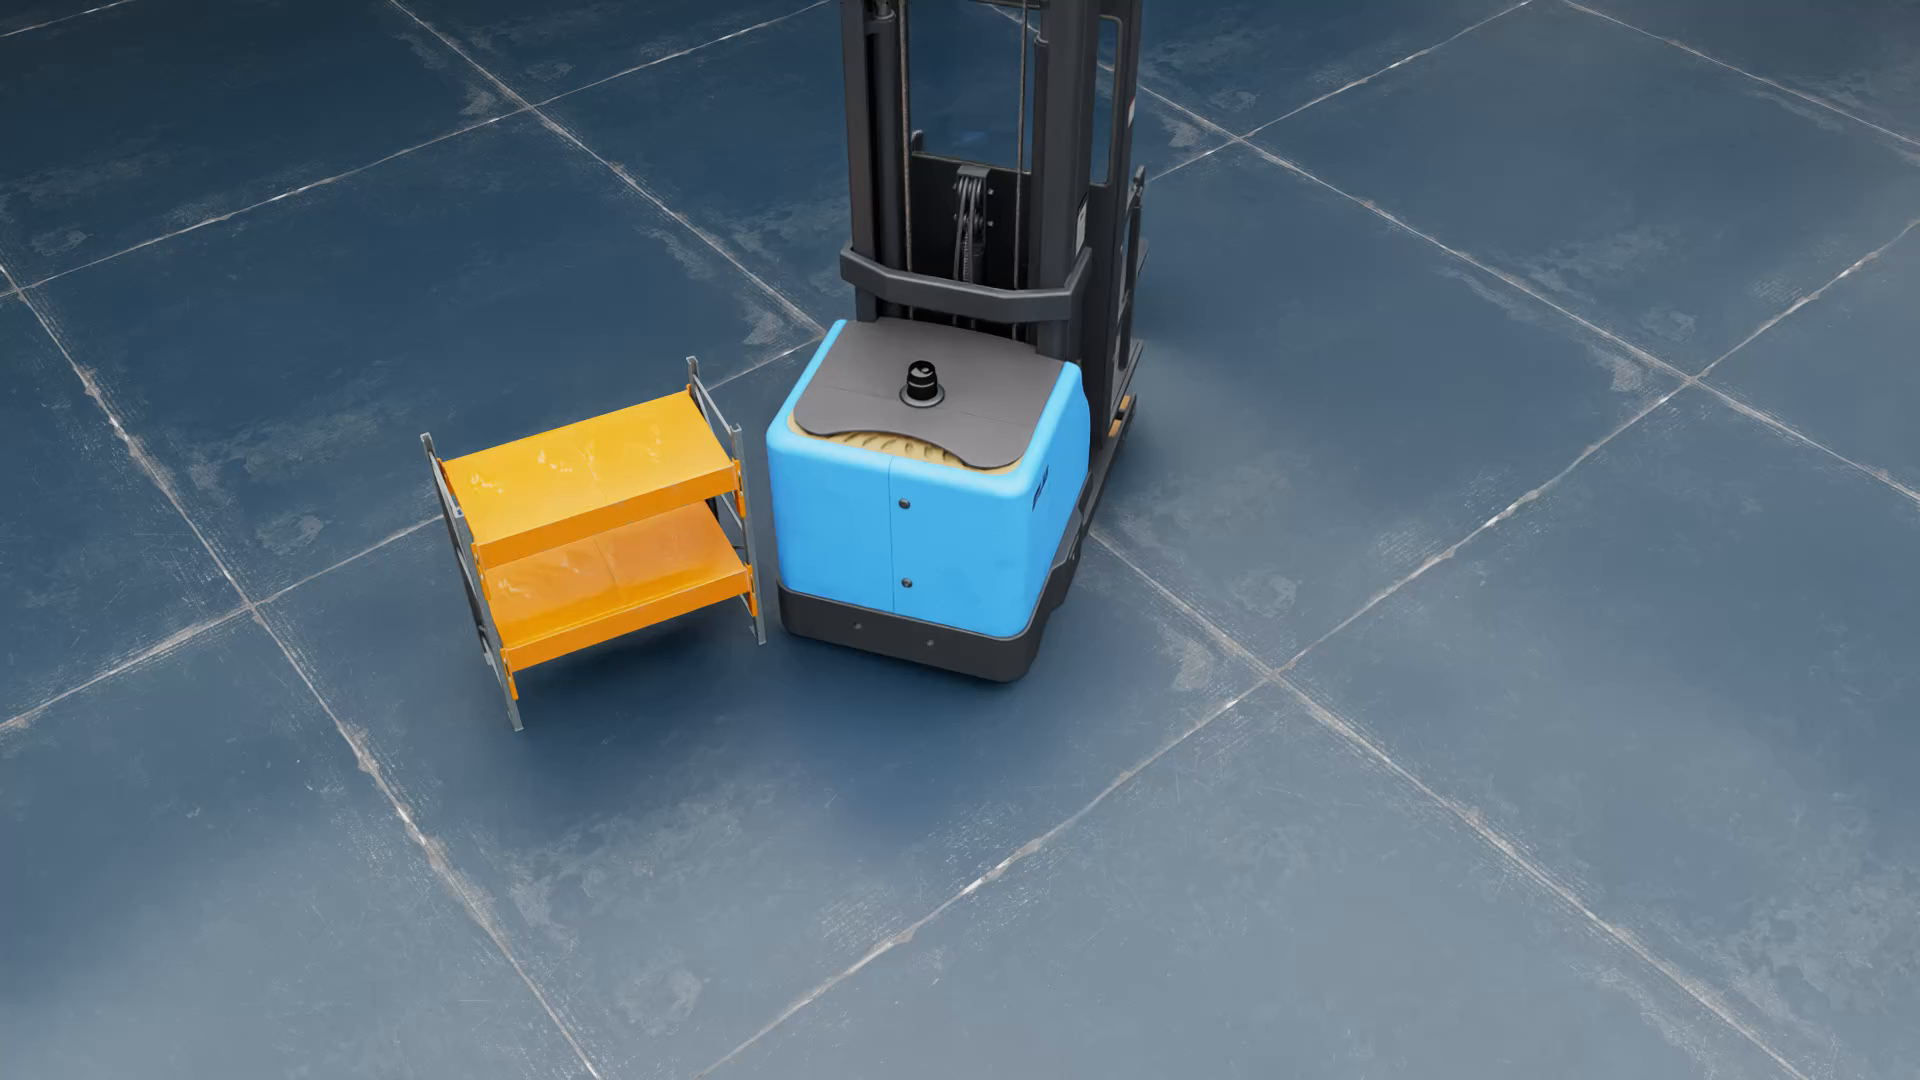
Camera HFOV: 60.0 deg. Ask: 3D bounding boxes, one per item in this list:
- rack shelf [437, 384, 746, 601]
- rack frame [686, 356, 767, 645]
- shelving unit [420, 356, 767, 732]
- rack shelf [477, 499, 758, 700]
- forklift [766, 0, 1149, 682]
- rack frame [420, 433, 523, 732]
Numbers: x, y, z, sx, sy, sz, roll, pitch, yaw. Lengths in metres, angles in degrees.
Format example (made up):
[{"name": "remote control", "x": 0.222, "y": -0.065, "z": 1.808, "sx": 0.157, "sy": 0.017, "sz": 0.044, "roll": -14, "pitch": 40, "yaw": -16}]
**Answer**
[{"name": "rack shelf", "x": -1.372, "y": -0.193, "z": 6.206, "sx": 1.000, "sy": 0.278, "sz": 0.538, "roll": -19, "pitch": 46, "yaw": -19}, {"name": "rack frame", "x": -0.919, "y": -0.137, "z": 6.575, "sx": 0.032, "sy": 1.125, "sz": 0.500, "roll": -19, "pitch": 46, "yaw": -19}, {"name": "shelving unit", "x": -1.372, "y": 0.020, "z": 6.407, "sx": 1.048, "sy": 1.125, "sz": 0.538, "roll": -19, "pitch": 46, "yaw": -19}, {"name": "rack shelf", "x": -1.372, "y": 0.199, "z": 6.574, "sx": 1.000, "sy": 0.278, "sz": 0.538, "roll": -19, "pitch": 46, "yaw": -19}, {"name": "forklift", "x": 0.194, "y": -1.535, "z": 6.744, "sx": 1.130, "sy": 2.935, "sz": 3.031, "roll": 12, "pitch": 45, "yaw": 13}, {"name": "rack frame", "x": -1.825, "y": 0.178, "z": 6.239, "sx": 0.032, "sy": 1.125, "sz": 0.500, "roll": -19, "pitch": 46, "yaw": -19}]
